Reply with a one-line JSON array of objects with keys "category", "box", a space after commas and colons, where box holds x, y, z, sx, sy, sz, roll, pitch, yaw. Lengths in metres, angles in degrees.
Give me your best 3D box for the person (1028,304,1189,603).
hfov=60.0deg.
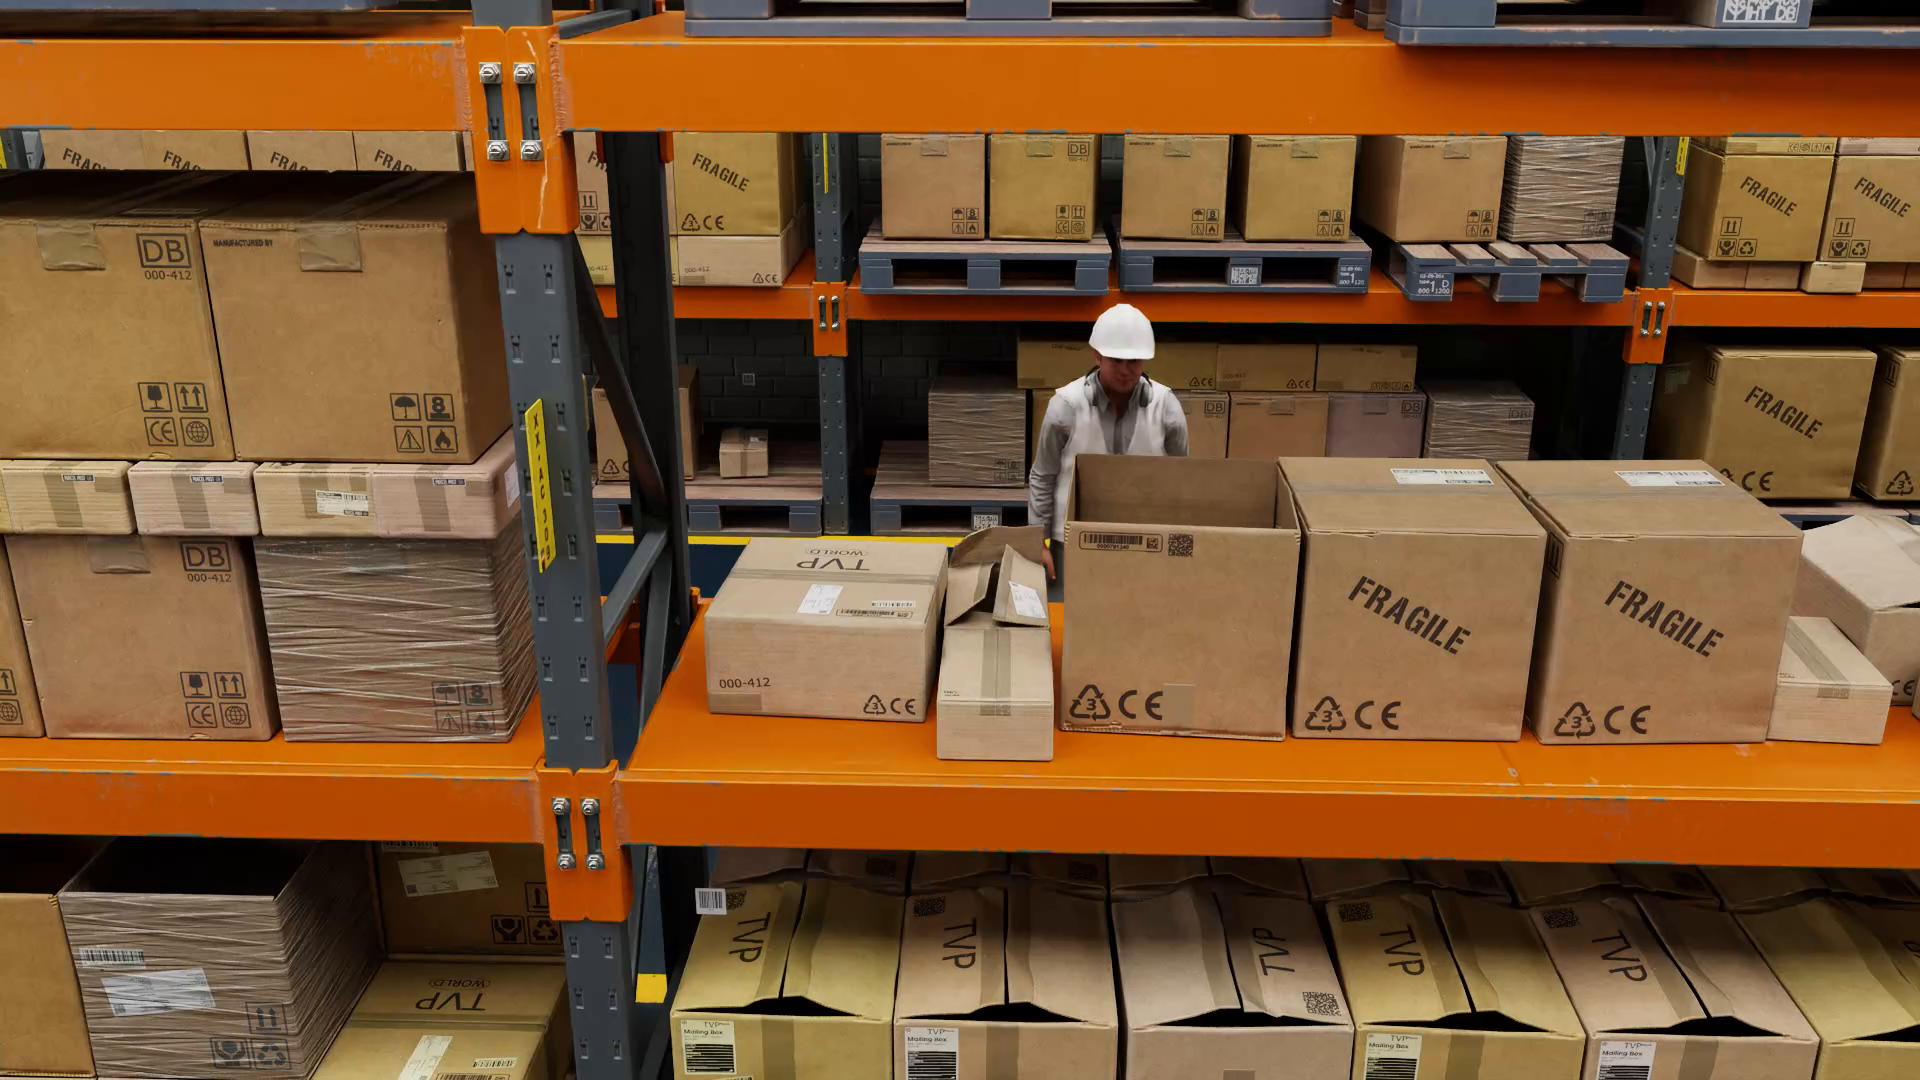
[{"category": "person", "box": [0.536, 0.016, 5.997, 0.592, 1.773, 0.466, 0, 21, -1]}]
